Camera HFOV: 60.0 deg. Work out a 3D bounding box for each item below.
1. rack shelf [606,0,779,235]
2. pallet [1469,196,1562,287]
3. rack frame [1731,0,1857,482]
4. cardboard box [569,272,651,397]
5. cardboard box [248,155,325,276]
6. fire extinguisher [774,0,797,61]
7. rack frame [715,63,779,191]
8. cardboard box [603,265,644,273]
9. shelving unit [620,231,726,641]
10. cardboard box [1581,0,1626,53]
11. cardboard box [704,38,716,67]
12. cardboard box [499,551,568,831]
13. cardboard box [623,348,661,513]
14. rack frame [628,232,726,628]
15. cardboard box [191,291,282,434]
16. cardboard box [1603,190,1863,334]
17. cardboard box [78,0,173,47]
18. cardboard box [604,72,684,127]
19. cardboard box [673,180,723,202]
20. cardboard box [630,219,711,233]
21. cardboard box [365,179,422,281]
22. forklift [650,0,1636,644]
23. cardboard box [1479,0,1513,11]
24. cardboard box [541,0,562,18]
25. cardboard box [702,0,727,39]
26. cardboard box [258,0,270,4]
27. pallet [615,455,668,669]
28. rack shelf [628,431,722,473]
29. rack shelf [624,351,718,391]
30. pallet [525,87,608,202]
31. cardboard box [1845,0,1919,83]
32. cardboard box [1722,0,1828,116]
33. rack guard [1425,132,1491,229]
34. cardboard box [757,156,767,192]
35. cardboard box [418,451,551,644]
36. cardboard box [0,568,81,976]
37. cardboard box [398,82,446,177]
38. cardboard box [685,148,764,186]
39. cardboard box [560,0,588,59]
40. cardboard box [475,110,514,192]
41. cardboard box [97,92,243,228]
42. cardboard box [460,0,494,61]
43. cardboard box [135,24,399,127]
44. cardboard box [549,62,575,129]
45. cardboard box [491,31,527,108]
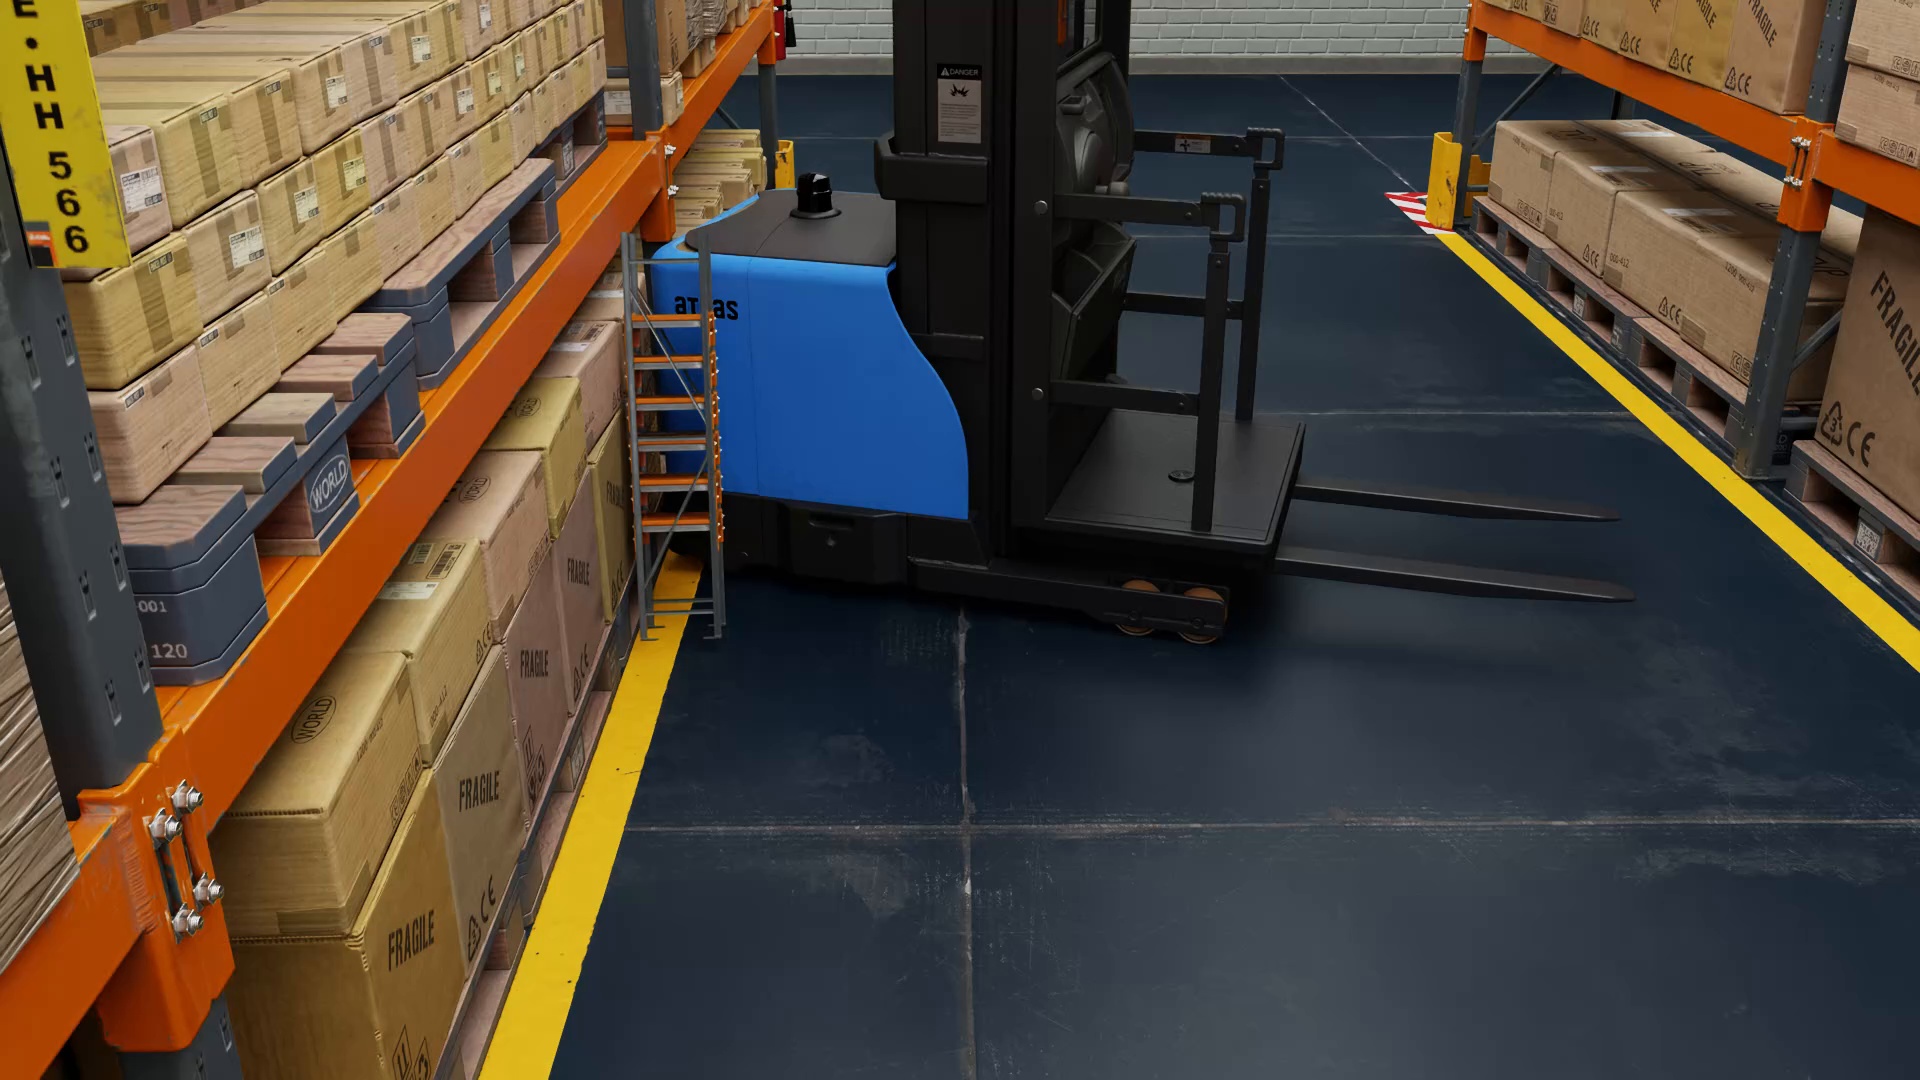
[{"bbox_3d":[-1.530,-2.045,7.504,1.077,0.370,4.000,0,24,-1],"label":"rack shelf"},{"bbox_3d":[3.484,-1.661,9.166,1.003,0.211,1.213,0,24,-1],"label":"pallet"},{"bbox_3d":[3.441,-1.612,5.675,1.000,3.000,0.127,0,24,-1],"label":"rack frame"},{"bbox_3d":[-1.247,-0.637,5.131,0.500,0.250,0.500,-1,24,-2],"label":"cardboard box"},{"bbox_3d":[-1.280,-0.534,2.725,0.380,0.149,0.250,-1,24,-2],"label":"cardboard box"},{"bbox_3d":[-1.093,-3.097,9.505,0.296,0.674,0.183,0,24,-1],"label":"fire extinguisher"},{"bbox_3d":[-1.551,-3.197,9.178,1.000,3.000,0.127,0,24,-1],"label":"rack frame"},{"bbox_3d":[-1.248,-0.968,6.479,0.380,0.149,0.250,1,24,2],"label":"cardboard box"},{"bbox_3d":[-0.851,-0.309,4.965,0.258,1.200,0.189,-2,9,-4],"label":"shelving unit"},{"bbox_3d":[3.158,-2.483,7.478,0.500,0.500,0.500,1,24,1],"label":"cardboard box"},{"bbox_3d":[-1.247,-2.094,7.046,0.380,0.149,0.250,1,24,2],"label":"cardboard box"},{"bbox_3d":[-1.236,0.336,3.890,0.500,0.500,0.500,-1,24,-2],"label":"cardboard box"},{"bbox_3d":[-1.248,-0.297,5.290,0.500,0.500,0.500,-1,24,-2],"label":"cardboard box"},{"bbox_3d":[-0.857,-0.323,5.055,0.240,1.200,0.006,-2,9,-4],"label":"rack frame"},{"bbox_3d":[-1.270,-0.273,2.508,0.380,0.149,0.250,1,24,2],"label":"cardboard box"},{"bbox_3d":[3.531,-1.264,7.505,0.875,0.438,0.875,-1,24,-2],"label":"cardboard box"},{"bbox_3d":[-1.942,-1.088,3.589,0.380,0.149,0.250,0,24,1],"label":"cardboard box"},{"bbox_3d":[-1.184,-1.552,5.846,0.380,0.149,0.250,1,24,1],"label":"cardboard box"},{"bbox_3d":[-1.327,-1.607,7.890,0.380,0.149,0.250,-1,24,-2],"label":"cardboard box"},{"bbox_3d":[-1.247,-1.285,7.179,0.380,0.149,0.250,0,24,1],"label":"cardboard box"},{"bbox_3d":[-1.283,-0.605,3.242,0.380,0.149,0.250,1,24,1],"label":"cardboard box"},{"bbox_3d":[0.600,-1.264,4.988,3.031,2.935,1.130,7,25,15],"label":"forklift"},{"bbox_3d":[3.115,-3.107,8.858,0.500,0.500,0.500,0,24,-1],"label":"cardboard box"},{"bbox_3d":[-1.304,-1.515,4.532,0.380,0.149,0.250,-1,24,-2],"label":"cardboard box"},{"bbox_3d":[-1.243,-2.346,6.815,0.500,0.500,0.500,-1,24,-2],"label":"cardboard box"},{"bbox_3d":[-1.954,-1.408,4.297,0.380,0.149,0.250,-1,24,-1],"label":"cardboard box"},{"bbox_3d":[-1.498,0.043,5.399,1.003,0.211,1.213,0,24,-1],"label":"pallet"},{"bbox_3d":[-0.850,-0.265,4.972,0.258,0.103,0.180,-2,9,-4],"label":"rack shelf"},{"bbox_3d":[-0.854,-0.502,4.934,0.258,0.103,0.180,-2,9,-4],"label":"rack shelf"},{"bbox_3d":[-1.645,-1.145,4.875,1.003,0.211,1.213,0,24,-1],"label":"pallet"},{"bbox_3d":[3.164,-1.589,5.199,0.500,0.250,0.500,-1,24,-2],"label":"cardboard box"},{"bbox_3d":[3.180,-1.848,6.074,0.500,0.500,0.500,0,24,0],"label":"cardboard box"},{"bbox_3d":[3.397,-2.131,9.856,1.175,0.500,0.348,0,24,-1],"label":"rack guard"},{"bbox_3d":[-1.260,-2.008,9.139,0.380,0.149,0.250,-1,24,-2],"label":"cardboard box"},{"bbox_3d":[-1.228,0.008,3.707,0.500,0.250,0.500,0,24,0],"label":"cardboard box"},{"bbox_3d":[-1.191,0.239,1.461,0.500,0.500,0.500,0,24,-1],"label":"cardboard box"},{"bbox_3d":[-1.284,-0.843,3.409,0.380,0.149,0.250,0,24,-1],"label":"cardboard box"},{"bbox_3d":[-1.217,-1.933,8.612,0.380,0.149,0.250,-1,24,-2],"label":"cardboard box"},{"bbox_3d":[-1.302,-1.489,4.837,0.380,0.149,0.250,0,24,0],"label":"cardboard box"},{"bbox_3d":[-1.288,-0.926,3.952,0.380,0.149,0.250,1,24,2],"label":"cardboard box"},{"bbox_3d":[-1.281,-0.550,2.399,0.380,0.149,0.250,-1,24,-2],"label":"cardboard box"},{"bbox_3d":[-1.295,-1.195,3.825,0.380,0.149,0.250,-1,24,-3],"label":"cardboard box"},{"bbox_3d":[-1.286,-0.872,3.111,0.380,0.149,0.250,1,24,2],"label":"cardboard box"},{"bbox_3d":[-1.301,-1.253,4.675,0.380,0.149,0.250,0,24,-1],"label":"cardboard box"},{"bbox_3d":[-1.293,-1.167,4.124,0.380,0.149,0.250,-1,24,-3],"label":"cardboard box"}]
